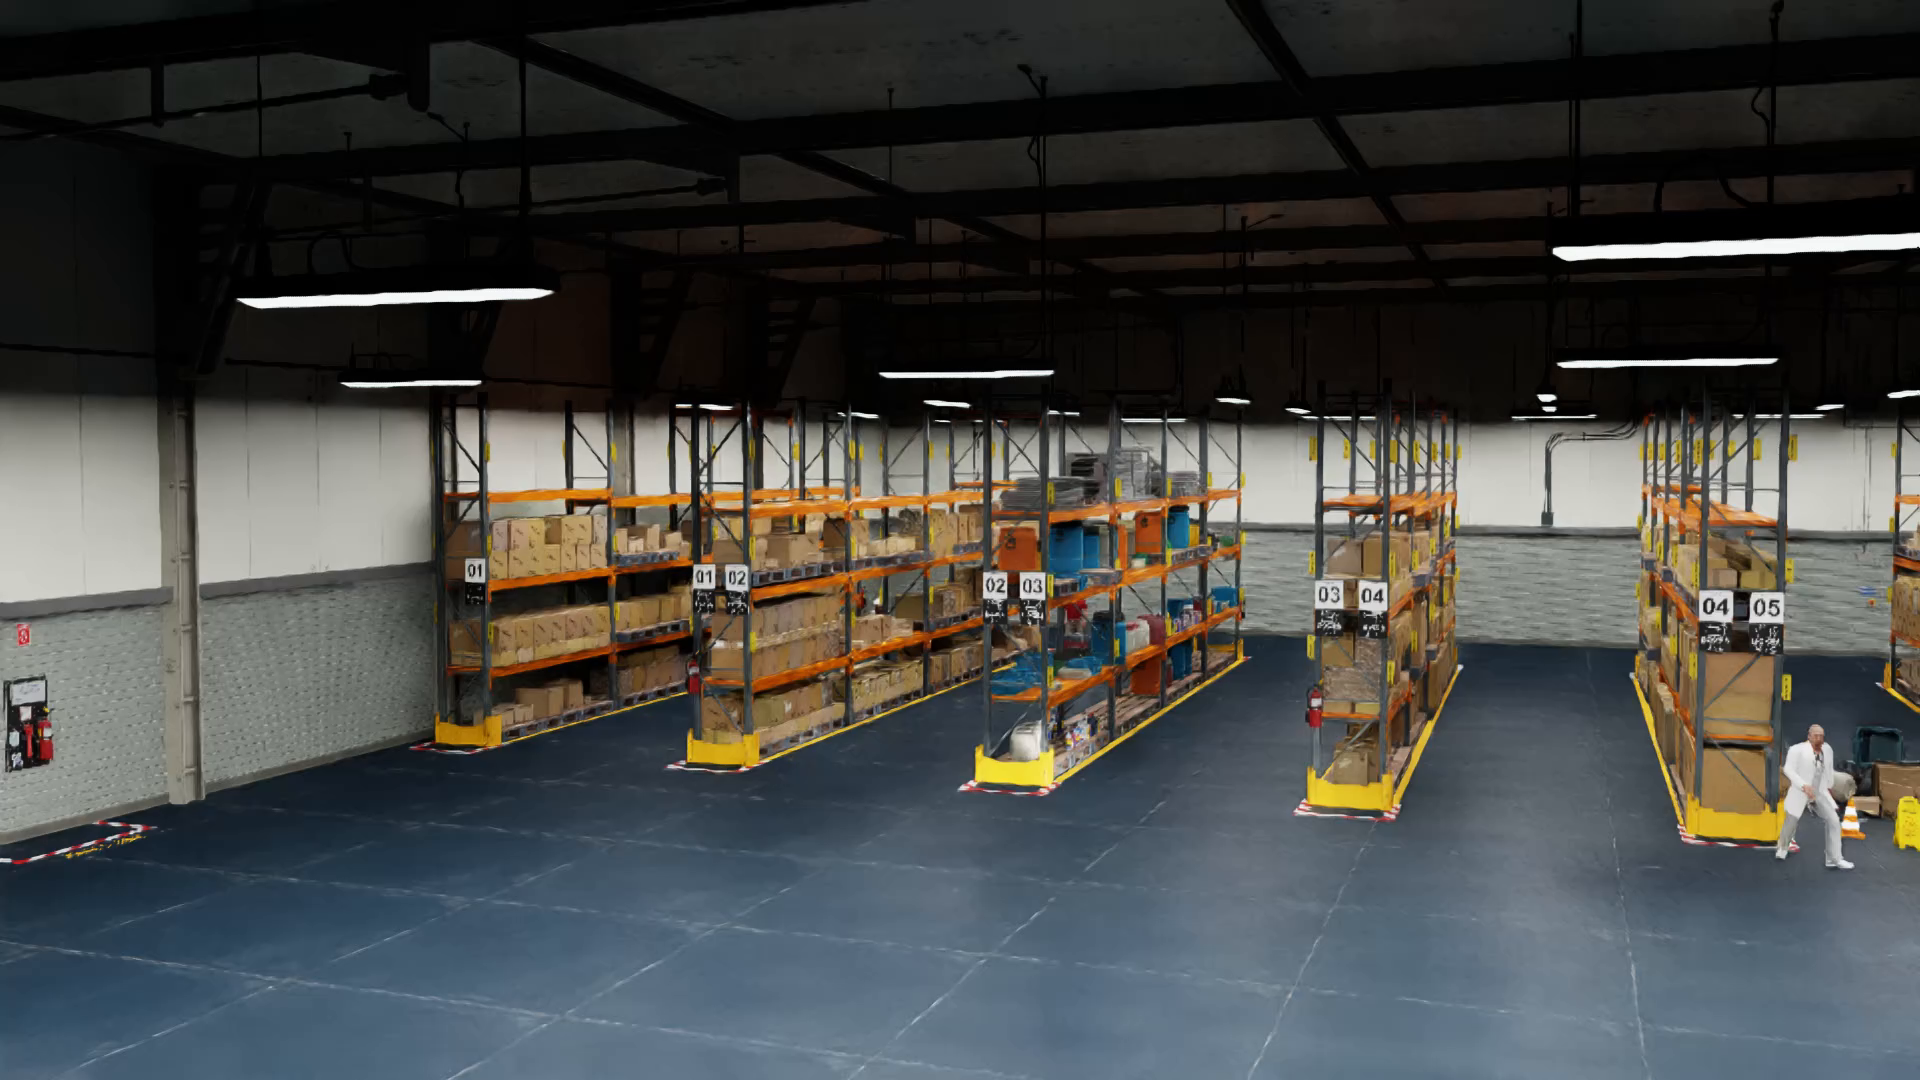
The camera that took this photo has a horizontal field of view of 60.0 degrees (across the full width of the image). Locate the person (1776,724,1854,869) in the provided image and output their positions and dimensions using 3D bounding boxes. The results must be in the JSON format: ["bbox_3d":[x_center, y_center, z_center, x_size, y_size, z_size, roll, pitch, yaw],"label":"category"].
[{"bbox_3d":[10.282,3.061,20.125,0.723,1.713,0.901,0,3,3],"label":"person"}]

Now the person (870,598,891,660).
[{"bbox_3d":[-1.821,2.144,37.419,0.566,1.706,1.122,1,3,22],"label":"person"}]

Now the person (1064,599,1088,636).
[{"bbox_3d":[2.795,2.013,40.533,0.682,1.676,0.529,1,3,18],"label":"person"}]
